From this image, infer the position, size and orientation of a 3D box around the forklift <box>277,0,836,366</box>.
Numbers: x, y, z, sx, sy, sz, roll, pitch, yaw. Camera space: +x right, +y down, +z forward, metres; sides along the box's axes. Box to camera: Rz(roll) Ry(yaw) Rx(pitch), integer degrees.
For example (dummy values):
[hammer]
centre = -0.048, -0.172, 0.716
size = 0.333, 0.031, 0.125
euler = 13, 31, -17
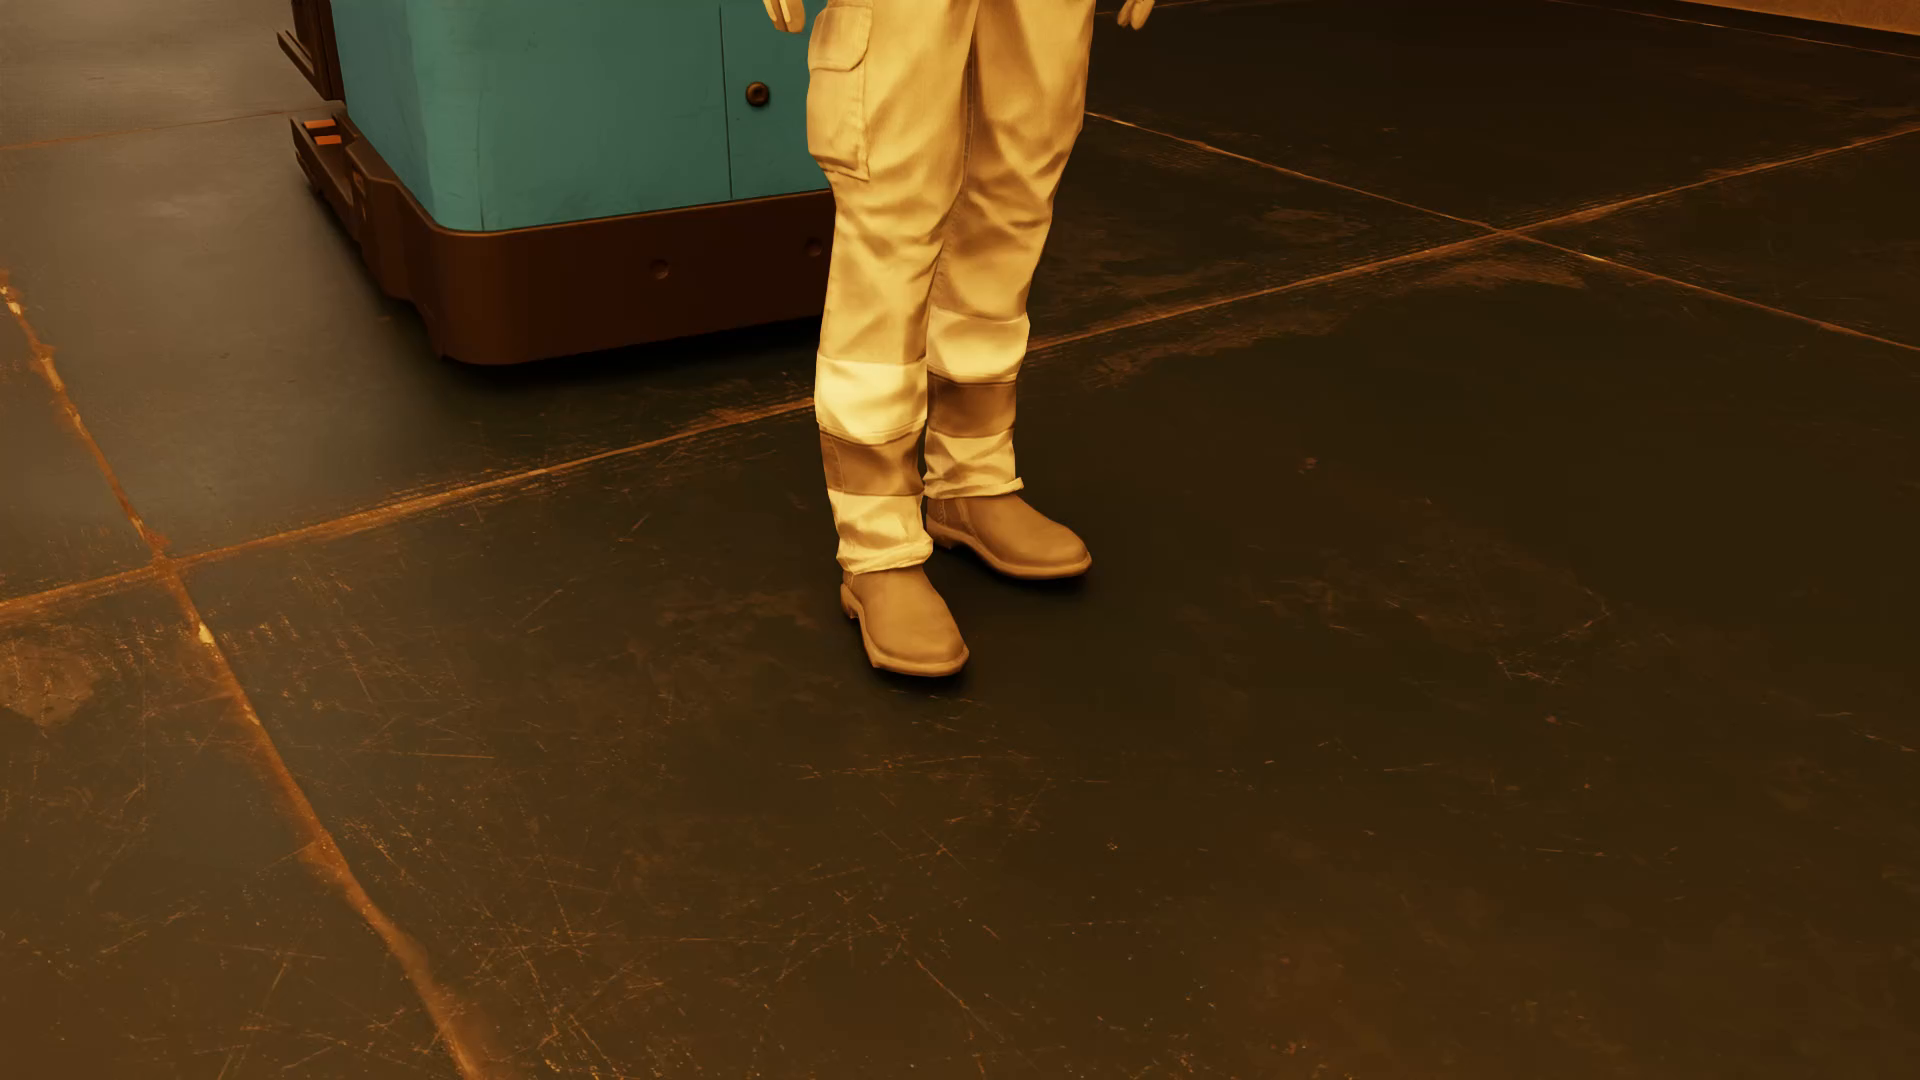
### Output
[forklift]
centre = -1.098, -2.250, 3.716
size = 1.130, 2.935, 3.031
euler = -13, 29, -24

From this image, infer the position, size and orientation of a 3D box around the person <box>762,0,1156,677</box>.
[person]
centre = 0.036, -0.774, 2.031
size = 0.638, 1.787, 0.564
euler = -17, 31, -31
